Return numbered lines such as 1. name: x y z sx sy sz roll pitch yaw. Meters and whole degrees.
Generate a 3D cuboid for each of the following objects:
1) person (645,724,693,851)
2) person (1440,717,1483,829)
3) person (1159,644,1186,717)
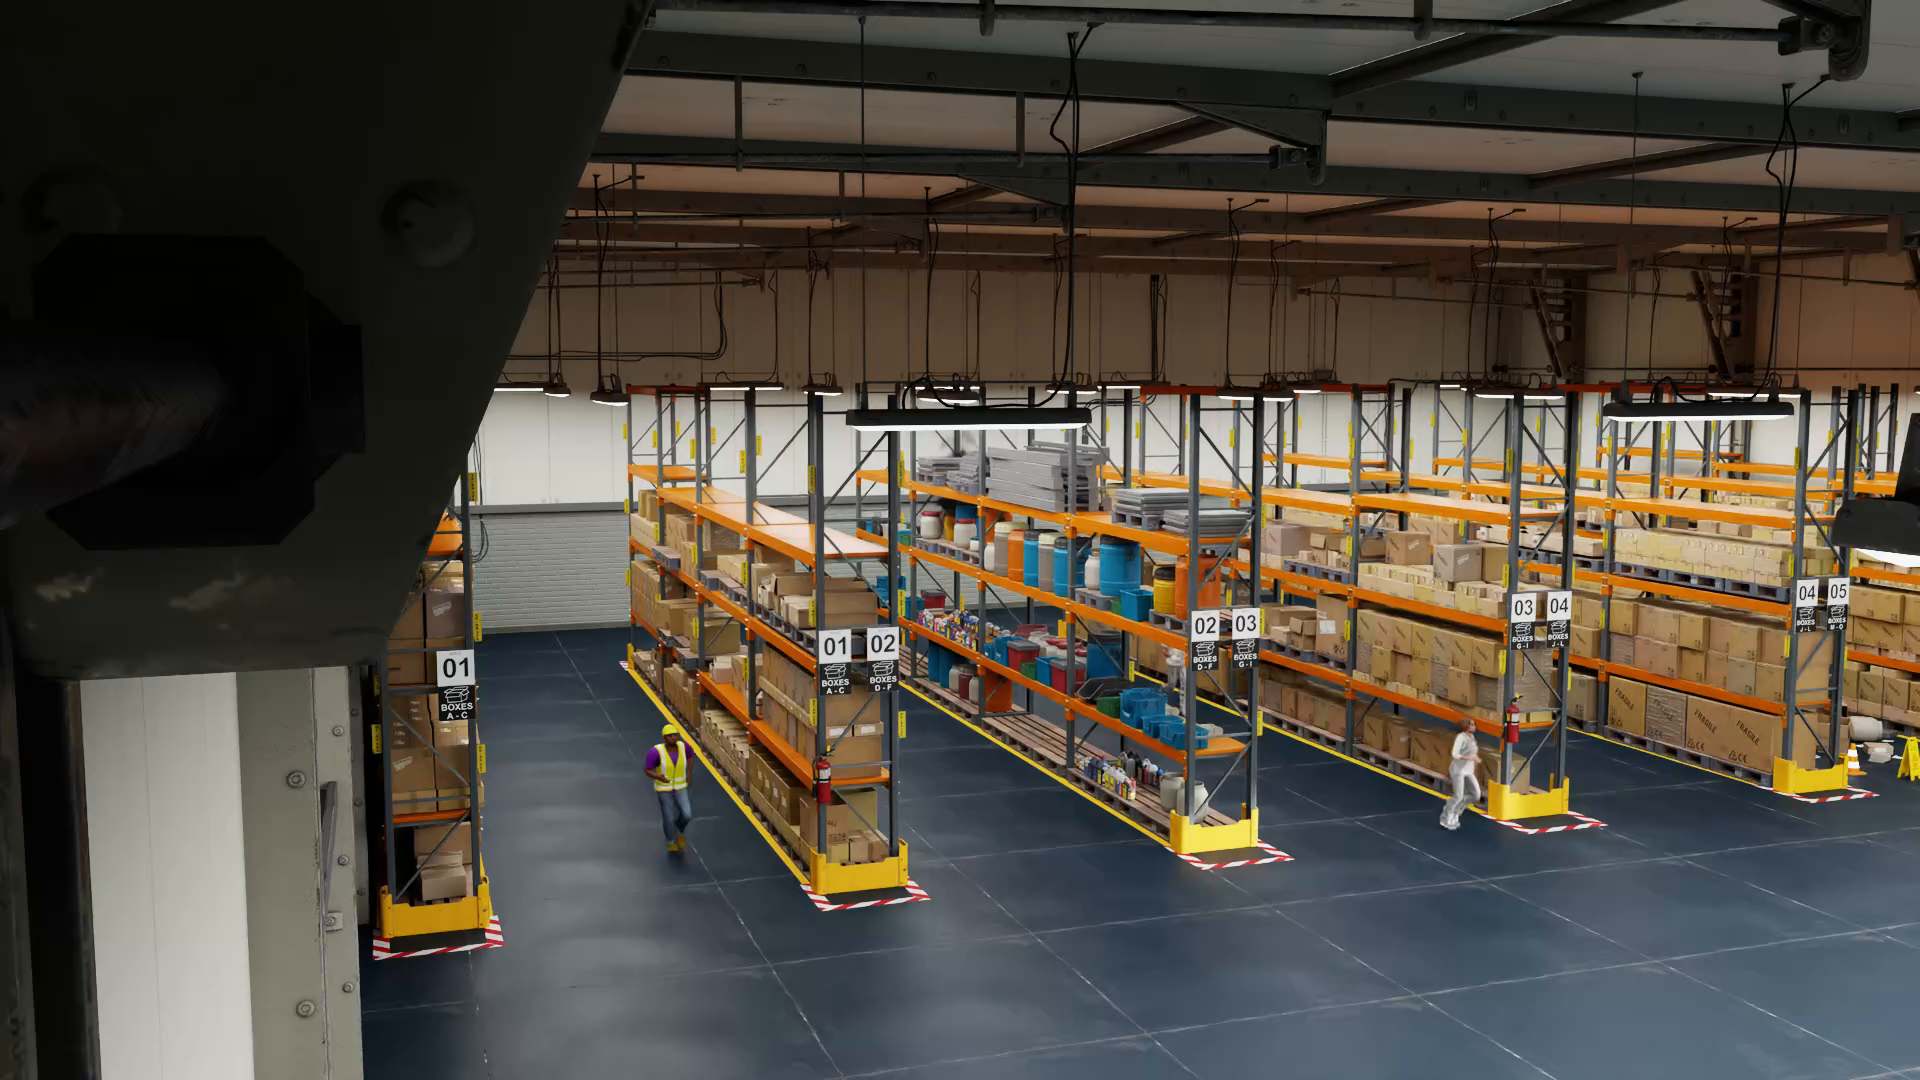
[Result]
1. person: -3.737 3.233 21.599 0.694 1.715 0.650 -3 6 -24
2. person: 6.946 3.196 22.816 0.544 1.554 0.601 -5 8 -41
3. person: 3.989 2.298 30.573 0.707 1.771 1.006 -3 6 -25
